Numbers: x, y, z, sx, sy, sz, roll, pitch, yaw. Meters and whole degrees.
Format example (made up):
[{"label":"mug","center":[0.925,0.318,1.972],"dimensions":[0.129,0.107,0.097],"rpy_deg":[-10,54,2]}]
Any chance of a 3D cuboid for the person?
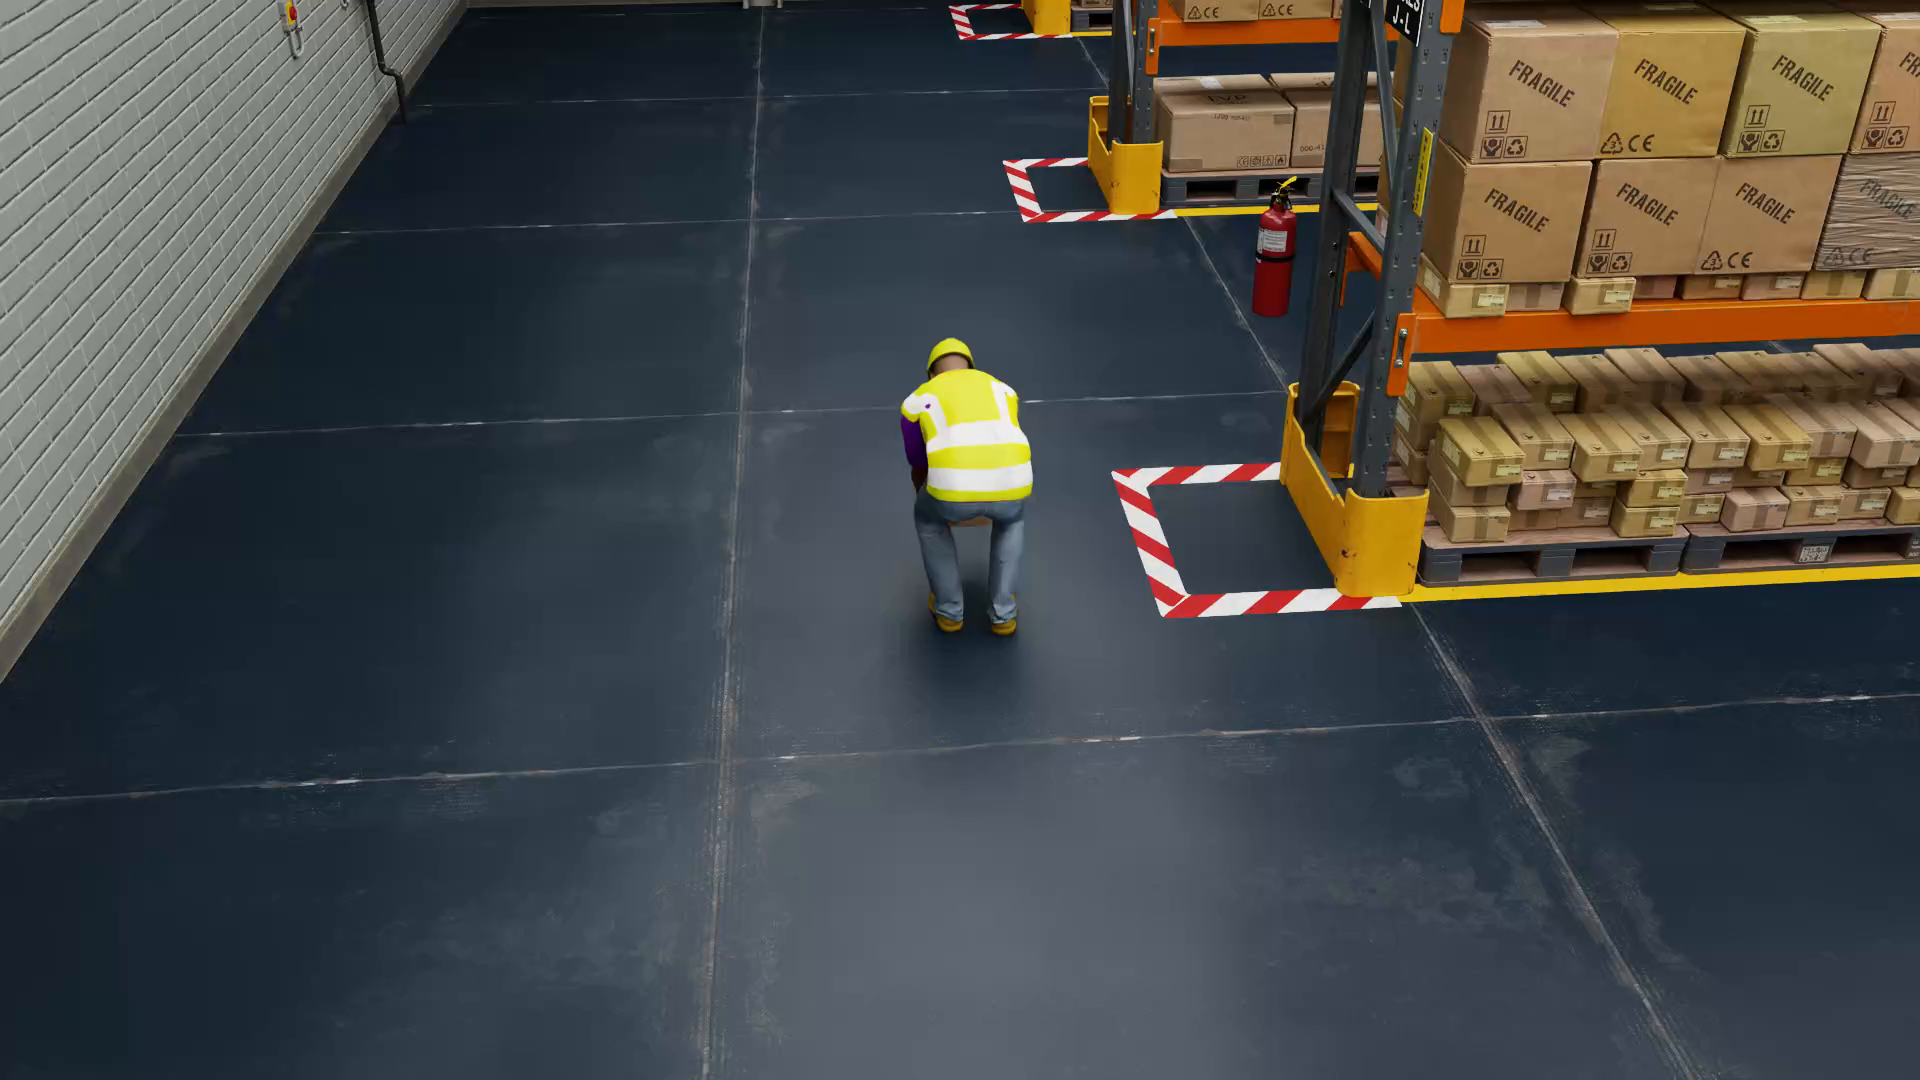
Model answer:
[{"label":"person","center":[0.020,-0.190,7.115],"dimensions":[0.515,1.056,0.925],"rpy_deg":[-4,31,-7]}]
